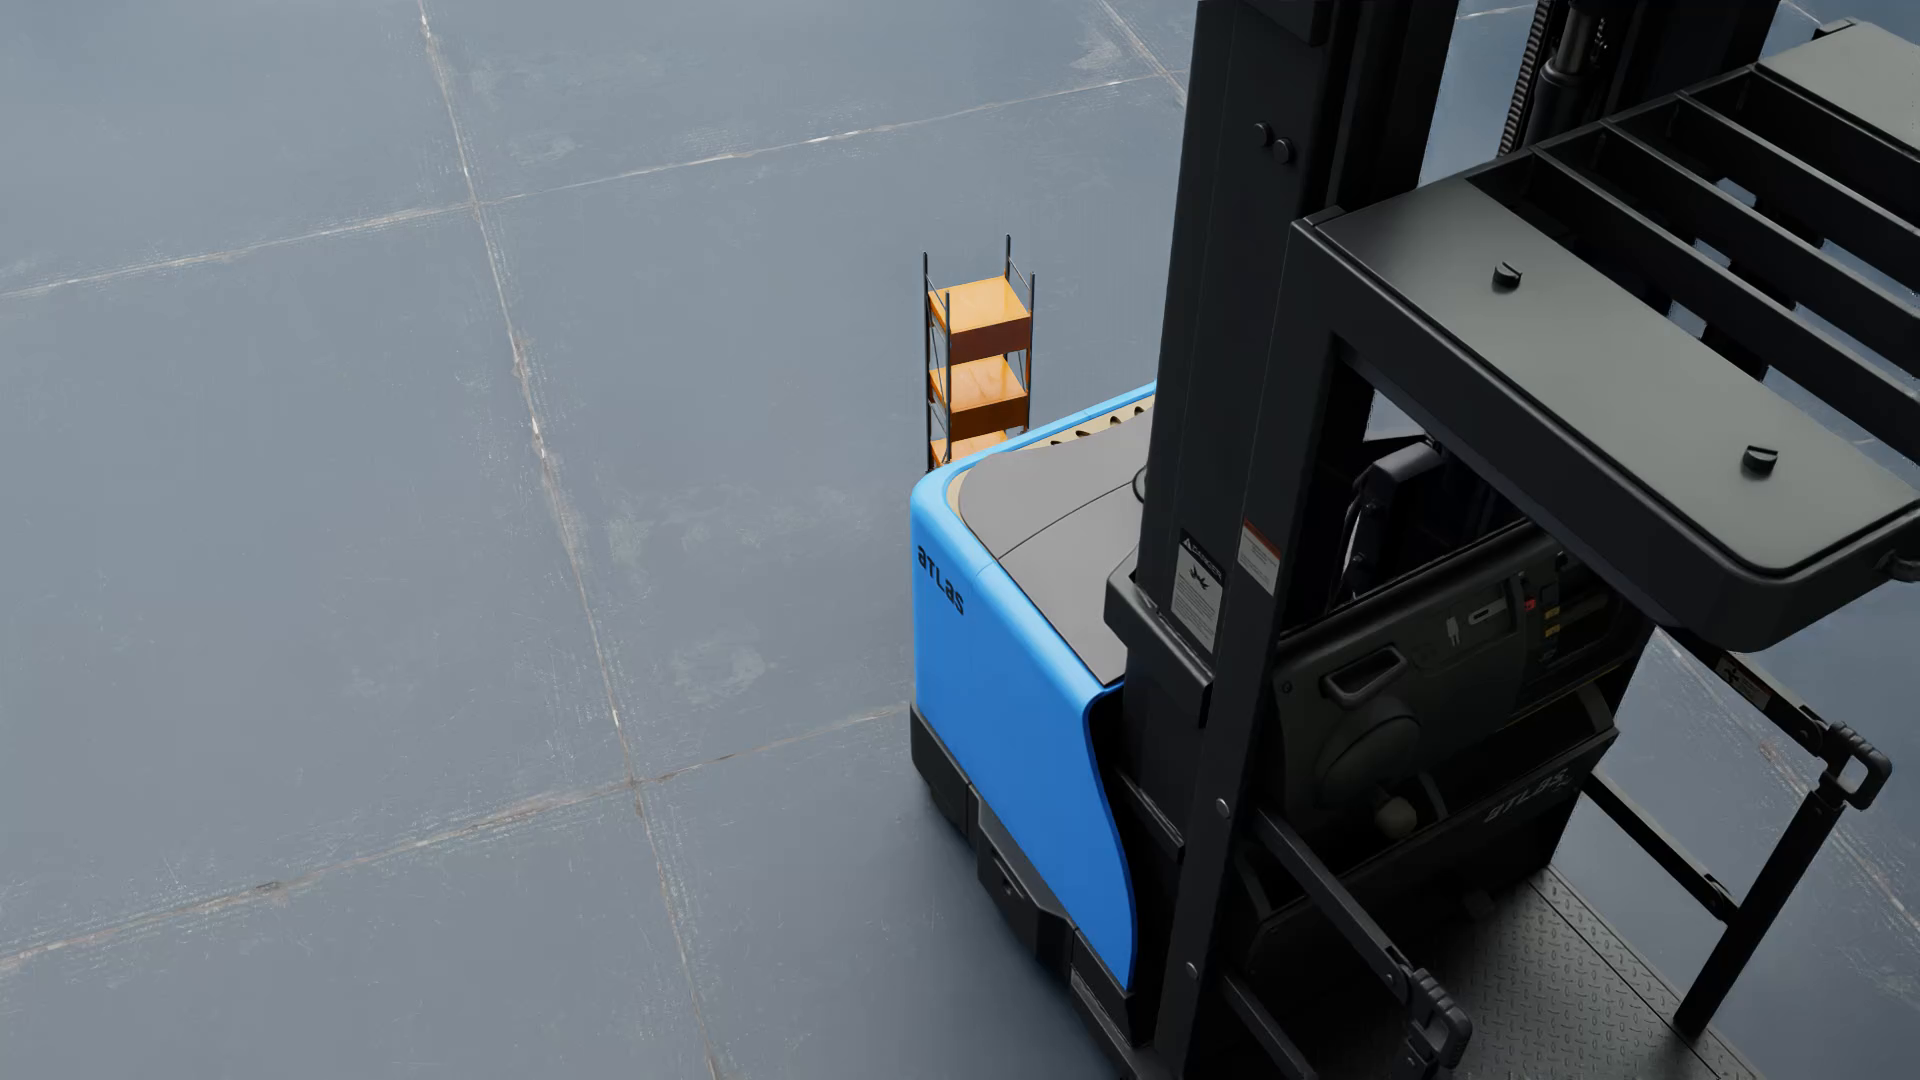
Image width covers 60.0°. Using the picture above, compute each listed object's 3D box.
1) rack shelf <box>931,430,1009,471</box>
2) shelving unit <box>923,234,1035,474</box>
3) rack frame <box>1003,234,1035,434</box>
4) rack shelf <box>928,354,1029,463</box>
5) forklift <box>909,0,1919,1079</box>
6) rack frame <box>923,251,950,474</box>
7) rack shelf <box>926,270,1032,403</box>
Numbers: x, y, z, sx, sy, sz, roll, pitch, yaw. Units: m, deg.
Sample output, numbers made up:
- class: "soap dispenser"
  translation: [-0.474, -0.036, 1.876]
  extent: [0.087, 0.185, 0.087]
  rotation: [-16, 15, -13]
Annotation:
- class: "rack shelf"
  translation: [0.050, -0.180, 5.095]
  extent: [0.240, 0.259, 0.215]
  rotation: [-14, 47, -14]
- class: "shelving unit"
  translation: [0.050, -0.383, 4.891]
  extent: [0.252, 1.050, 0.215]
  rotation: [-14, 47, -14]
- class: "rack frame"
  translation: [0.165, -0.413, 4.920]
  extent: [0.008, 1.050, 0.200]
  rotation: [-14, 47, -14]
- class: "rack shelf"
  translation: [0.050, -0.376, 4.898]
  extent: [0.240, 0.259, 0.215]
  rotation: [-14, 47, -14]
- class: "forklift"
  translation: [1.049, 0.306, 2.876]
  extent: [1.130, 2.935, 3.031]
  rotation: [-23, 49, -21]
- class: "rack frame"
  translation: [-0.064, -0.354, 4.862]
  extent: [0.008, 1.050, 0.200]
  rotation: [-14, 47, -14]
- class: "rack shelf"
  translation: [0.050, -0.576, 4.697]
  extent: [0.240, 0.259, 0.215]
  rotation: [-14, 47, -14]
